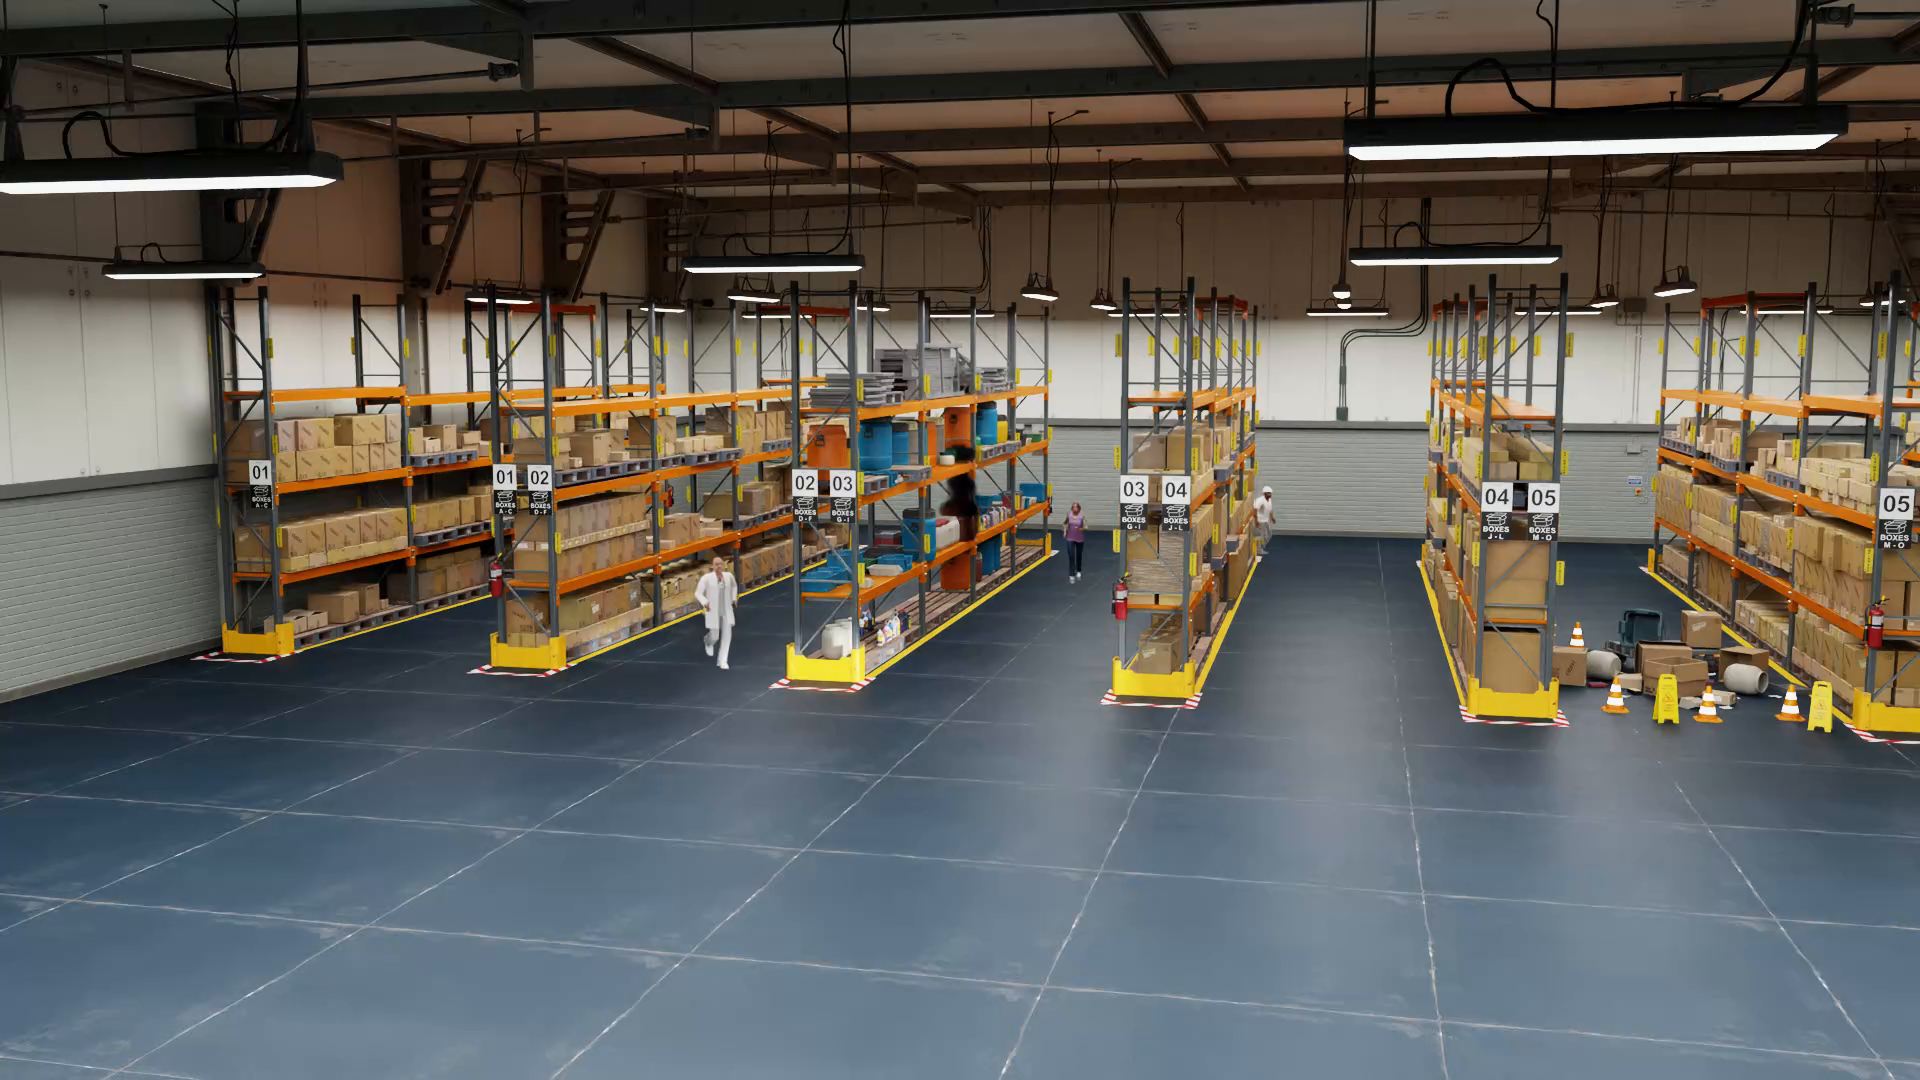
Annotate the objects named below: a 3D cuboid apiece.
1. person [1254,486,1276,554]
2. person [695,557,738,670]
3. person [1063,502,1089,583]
[{"bbox_3d":[7.298,-0.476,40.383,0.661,1.679,0.750,4,8,29],"label":"person"},{"bbox_3d":[-3.830,1.133,26.291,0.724,1.745,0.885,-3,7,-24],"label":"person"},{"bbox_3d":[2.334,0.038,33.626,0.526,1.617,0.823,1,7,5],"label":"person"}]
